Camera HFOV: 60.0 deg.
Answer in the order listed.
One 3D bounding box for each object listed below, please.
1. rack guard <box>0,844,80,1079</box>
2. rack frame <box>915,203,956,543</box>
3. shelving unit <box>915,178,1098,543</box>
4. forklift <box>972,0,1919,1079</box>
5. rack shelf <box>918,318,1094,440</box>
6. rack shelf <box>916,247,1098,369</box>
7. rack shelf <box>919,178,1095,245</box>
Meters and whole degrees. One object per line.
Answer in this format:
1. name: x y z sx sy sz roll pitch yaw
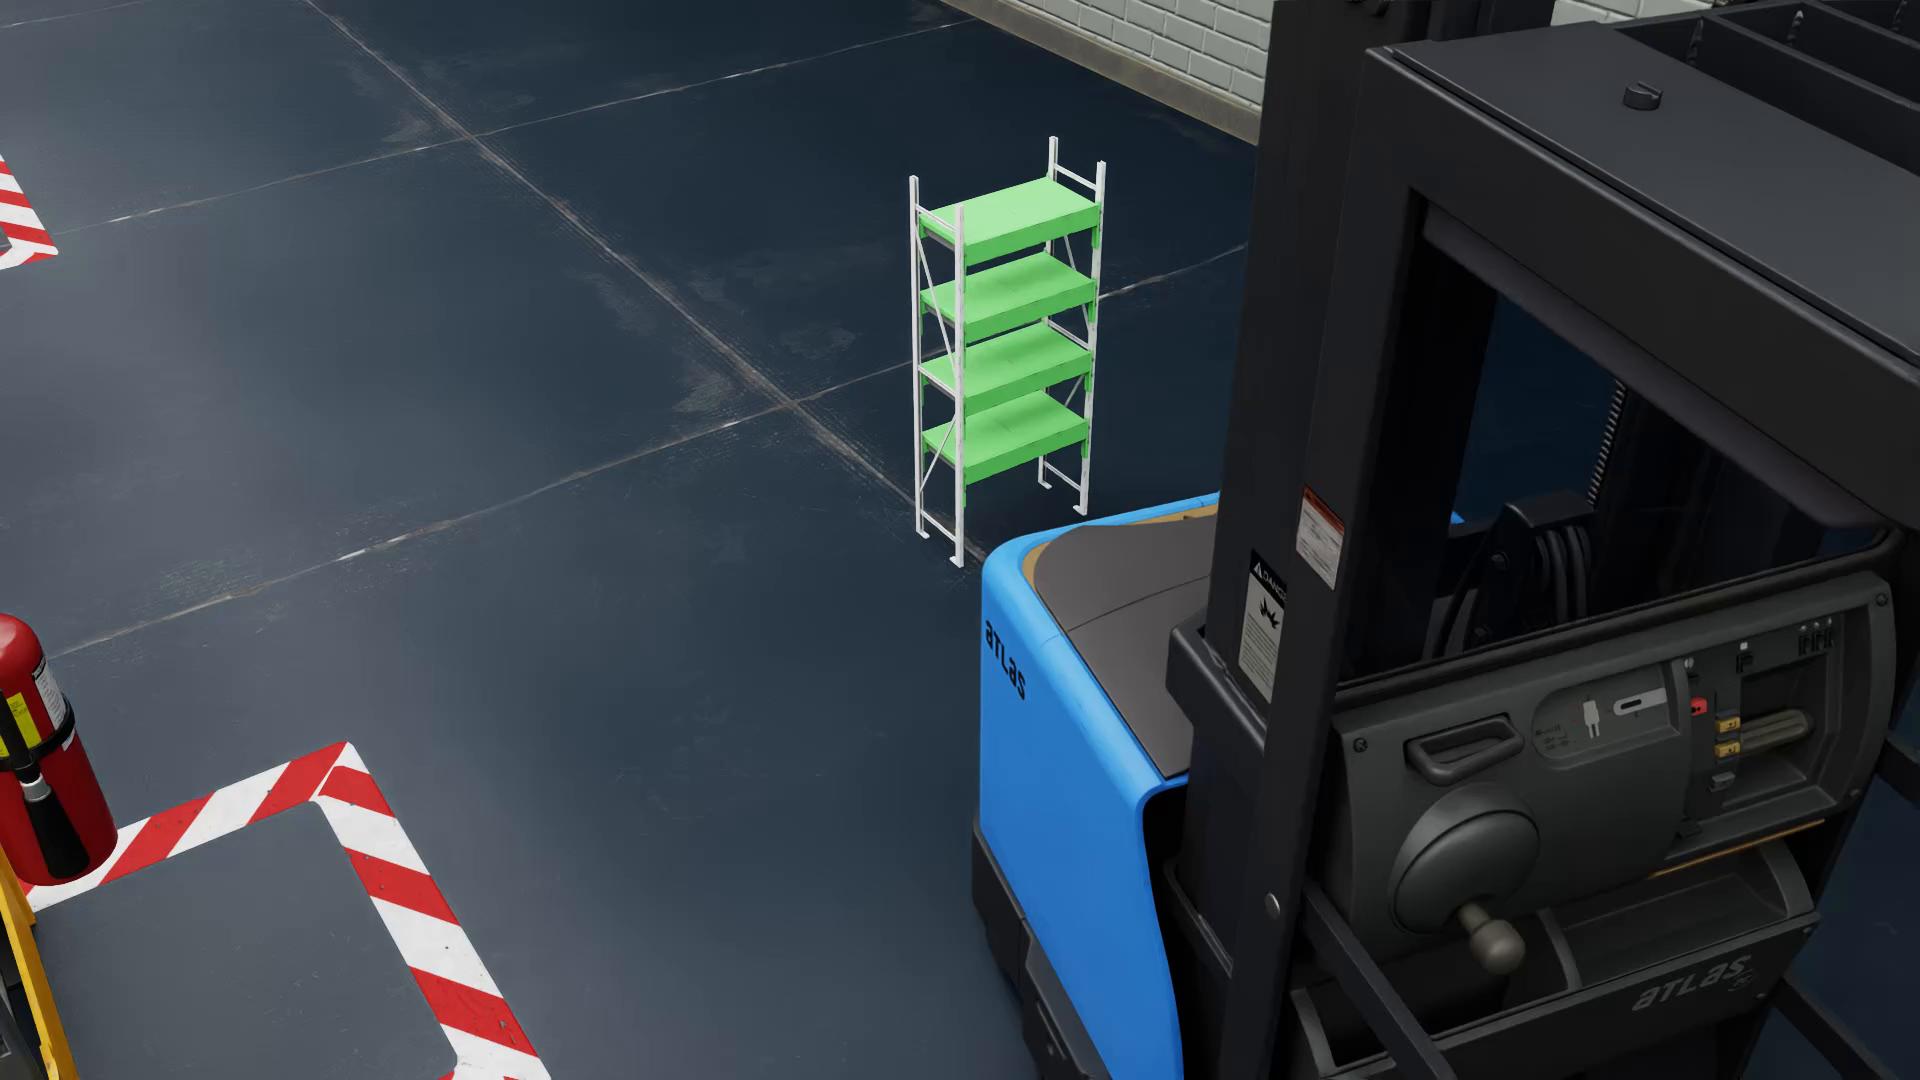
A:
1. rack guard: -2.085 0.991 3.444 0.348 0.500 1.175 -22 41 -28
2. rack frame: -0.064 -0.460 4.862 0.006 1.046 0.228 -22 41 -28
3. shelving unit: 0.132 -0.542 4.975 0.487 1.046 0.258 -22 41 -28
4. forklift: 1.023 0.393 2.194 1.130 2.935 3.031 -12 38 -17
5. rack shelf: 0.135 -0.491 5.014 0.480 0.148 0.258 -22 41 -28
6. rack shelf: 0.135 -0.686 4.874 0.480 0.148 0.258 -22 41 -28
7. rack shelf: 0.135 -0.924 4.703 0.457 0.021 0.221 -22 41 -28
